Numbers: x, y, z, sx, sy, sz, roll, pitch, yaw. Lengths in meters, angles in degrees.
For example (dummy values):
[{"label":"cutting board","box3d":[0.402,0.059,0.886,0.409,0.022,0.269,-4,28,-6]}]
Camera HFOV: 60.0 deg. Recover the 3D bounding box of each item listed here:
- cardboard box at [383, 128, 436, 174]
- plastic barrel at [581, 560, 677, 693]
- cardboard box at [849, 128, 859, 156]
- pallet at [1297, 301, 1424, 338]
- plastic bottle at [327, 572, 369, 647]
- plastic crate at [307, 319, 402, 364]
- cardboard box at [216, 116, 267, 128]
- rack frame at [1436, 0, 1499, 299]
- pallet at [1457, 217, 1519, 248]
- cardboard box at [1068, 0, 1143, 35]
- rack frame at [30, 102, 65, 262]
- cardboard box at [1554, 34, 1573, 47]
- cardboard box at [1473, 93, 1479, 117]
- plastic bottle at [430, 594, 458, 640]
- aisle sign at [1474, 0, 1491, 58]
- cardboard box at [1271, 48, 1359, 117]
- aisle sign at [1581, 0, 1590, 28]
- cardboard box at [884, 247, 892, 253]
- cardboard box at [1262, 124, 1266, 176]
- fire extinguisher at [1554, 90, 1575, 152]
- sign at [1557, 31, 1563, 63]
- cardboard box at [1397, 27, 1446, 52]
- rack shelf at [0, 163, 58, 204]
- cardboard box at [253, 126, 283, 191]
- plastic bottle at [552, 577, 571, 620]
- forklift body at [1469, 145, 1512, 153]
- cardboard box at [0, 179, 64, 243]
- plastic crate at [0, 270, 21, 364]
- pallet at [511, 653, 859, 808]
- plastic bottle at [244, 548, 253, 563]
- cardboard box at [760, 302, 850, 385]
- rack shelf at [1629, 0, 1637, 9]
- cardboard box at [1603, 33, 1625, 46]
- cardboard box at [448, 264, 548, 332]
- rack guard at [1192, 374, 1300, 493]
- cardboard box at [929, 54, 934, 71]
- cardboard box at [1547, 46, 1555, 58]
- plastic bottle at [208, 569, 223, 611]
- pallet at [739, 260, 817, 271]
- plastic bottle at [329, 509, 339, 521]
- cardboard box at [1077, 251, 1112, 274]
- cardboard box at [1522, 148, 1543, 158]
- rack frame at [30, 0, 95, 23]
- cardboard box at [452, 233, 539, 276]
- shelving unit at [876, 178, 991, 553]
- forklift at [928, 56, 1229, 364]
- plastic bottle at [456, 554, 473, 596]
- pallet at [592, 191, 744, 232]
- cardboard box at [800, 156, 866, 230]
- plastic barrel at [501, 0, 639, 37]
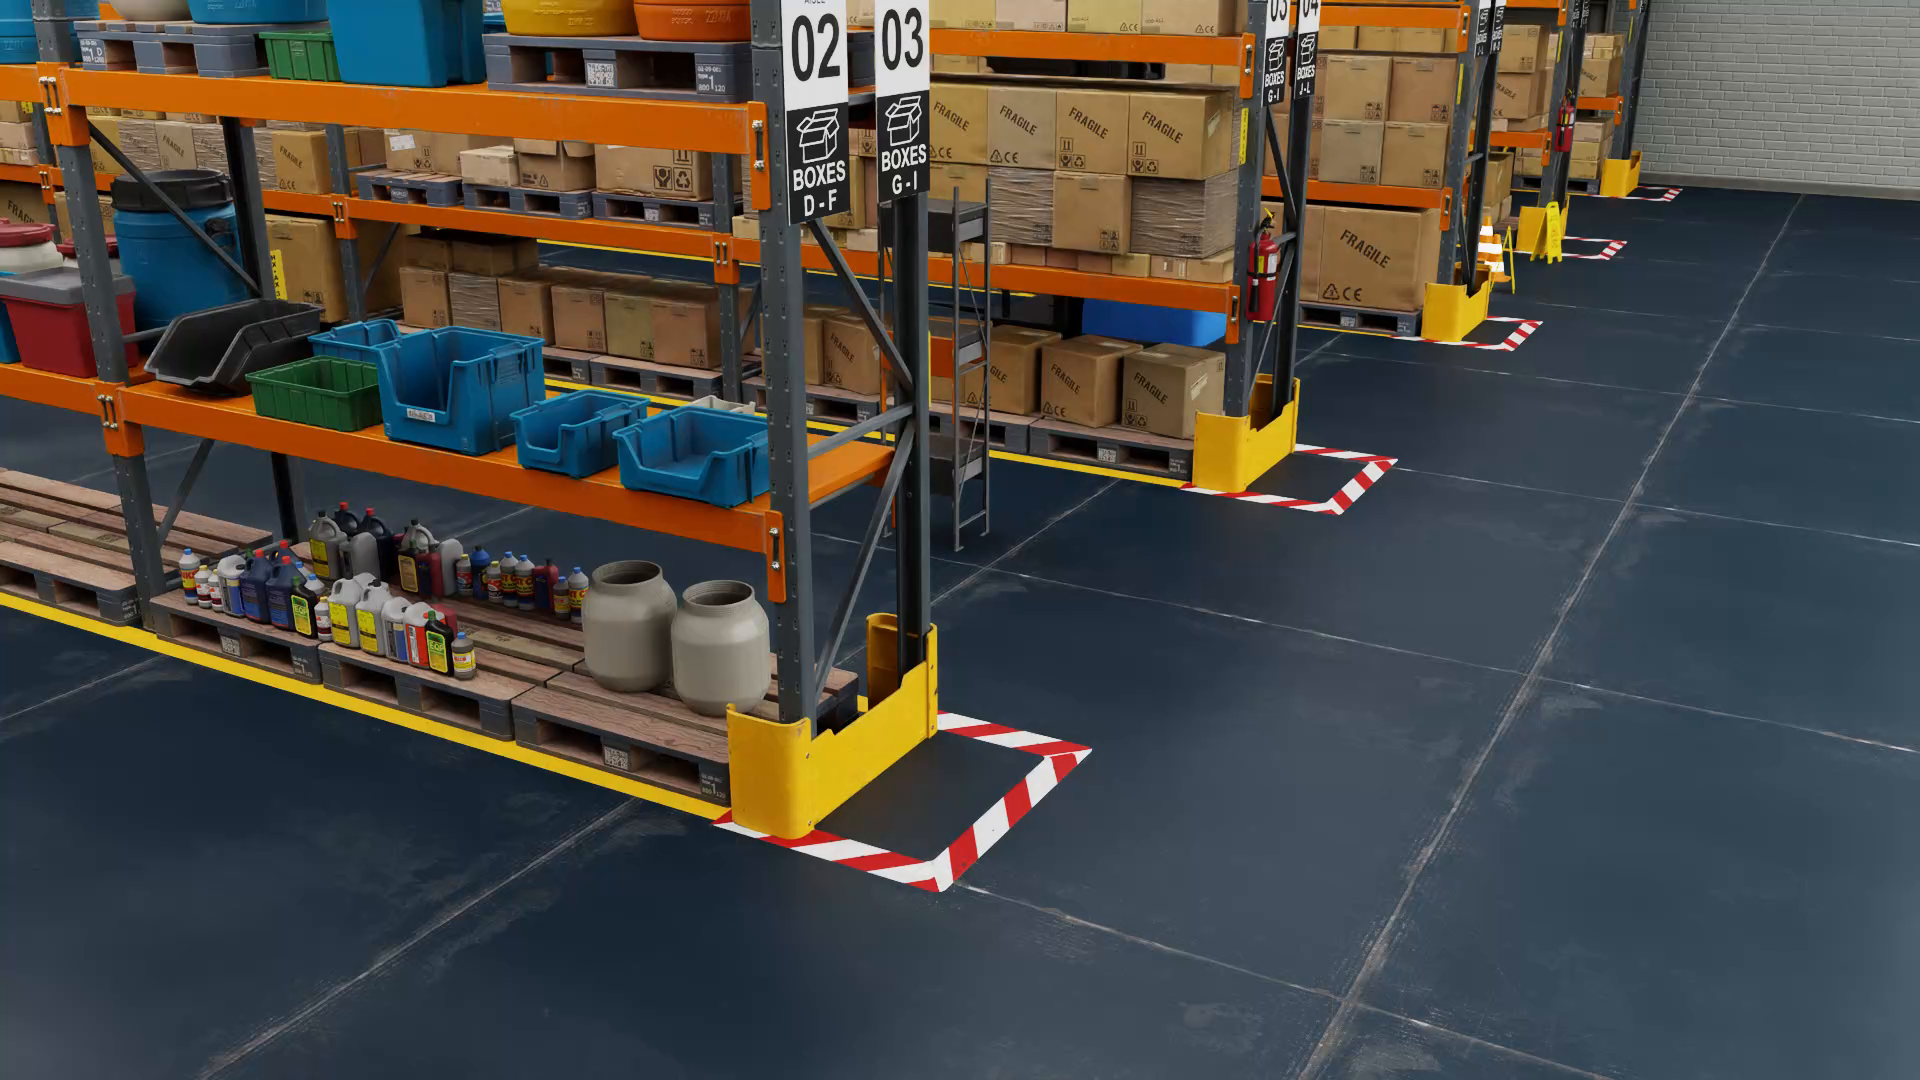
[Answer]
[{"label":"cardboard box","box3d":[-4.501,-3.389,14.048,0.500,0.500,0.500,8,21,21]},{"label":"plastic barrel","box3d":[-1.473,0.384,7.440,0.421,0.512,0.421,0,20,0]},{"label":"cardboard box","box3d":[-0.794,-2.981,11.636,0.500,0.500,0.500,11,23,27]},{"label":"pallet","box3d":[3.763,-2.151,15.485,1.213,0.211,1.003,11,23,27]},{"label":"plastic bottle","box3d":[-2.878,0.315,7.837,0.185,0.351,0.144,11,22,27]},{"label":"plastic crate","box3d":[-2.817,-0.910,8.193,0.616,0.251,0.499,11,23,27]},{"label":"cardboard box","box3d":[-6.190,-3.977,14.812,0.637,0.503,0.797,11,23,29]},{"label":"rack frame","box3d":[4.499,-3.352,14.708,0.127,3.000,1.000,11,23,27]},{"label":"pallet","box3d":[6.066,-3.690,19.728,1.213,0.211,1.003,11,23,27]},{"label":"cardboard box","box3d":[1.010,-3.319,10.436,0.500,0.250,0.500,11,23,28]},{"label":"rack frame","box3d":[-8.484,-3.888,16.185,0.127,3.000,1.000,11,23,27]},{"label":"cardboard box","box3d":[8.355,-6.877,22.890,0.250,0.149,0.380,11,23,28]},{"label":"cardboard box","box3d":[5.782,-5.122,19.005,0.500,0.500,0.500,11,23,27]},{"label":"plastic bottle","box3d":[-2.396,0.395,7.714,0.133,0.283,0.061,11,23,27]},{"label":"aisle sign","box3d":[4.415,-4.473,13.986,0.004,0.787,0.394,11,23,27]},{"label":"cardboard box","box3d":[3.246,-4.201,15.244,0.550,0.550,0.875,11,23,27]},{"label":"aisle sign","box3d":[7.030,-6.147,18.599,0.004,0.787,0.394,11,23,27]},{"label":"cardboard box","box3d":[-0.356,-2.114,11.662,0.250,0.149,0.380,11,23,27]},{"label":"cardboard box","box3d":[2.752,-3.762,15.618,0.500,0.550,0.875,11,23,27]},{"label":"fire extinguisher","box3d":[6.700,-4.650,18.399,0.183,0.674,0.296,11,23,27]},{"label":"sign","box3d":[6.537,-5.374,18.119,0.005,0.325,0.100,11,23,27]},{"label":"cardboard box","box3d":[5.339,-5.660,19.021,0.500,0.500,0.700,10,22,27]},{"label":"rack shelf","box3d":[-10.230,-3.882,17.224,4.000,0.370,1.077,11,23,27]},{"label":"cardboard box","box3d":[-5.976,-3.363,14.590,0.500,0.500,0.500,11,22,27]},{"label":"plastic bottle","box3d":[-1.945,0.279,8.155,0.097,0.201,0.097,0,20,0]},{"label":"forklift body","box3d":[6.697,-5.694,22.409,1.214,2.155,2.313,11,23,27]},{"label":"cardboard box","box3d":[-9.022,-3.220,16.844,0.875,0.875,0.875,11,23,27]},{"label":"plastic crate","box3d":[-5.030,-1.166,8.705,0.575,0.384,0.392,11,23,27]},{"label":"pallet","box3d":[-1.220,0.758,7.467,1.213,0.211,1.003,11,23,27]},{"label":"plastic bottle","box3d":[-3.504,0.184,8.296,0.133,0.283,0.061,11,23,27]},{"label":"cardboard box","box3d":[-1.171,-1.502,12.656,0.500,0.500,0.500,10,22,26]},{"label":"rack shelf","box3d":[7.496,-7.725,23.420,4.000,0.370,1.077,11,23,27]},{"label":"cardboard box","box3d":[9.053,-6.932,23.043,0.250,0.149,0.380,10,22,26]},{"label":"cardboard box","box3d":[-3.907,-2.061,14.168,0.500,0.500,0.700,9,22,23]},{"label":"rack guard","box3d":[1.925,-0.730,11.144,0.348,0.500,1.175,11,23,27]},{"label":"cardboard box","box3d":[-0.321,-4.784,17.043,0.500,0.500,0.700,11,23,28]},{"label":"cardboard box","box3d":[8.158,-6.787,23.078,0.250,0.149,0.380,11,22,27]},{"label":"plastic bottle","box3d":[-3.674,0.243,8.255,0.097,0.201,0.097,0,20,0]},{"label":"pallet","box3d":[-1.834,-3.218,18.427,1.213,0.211,1.003,11,23,27]},{"label":"plastic bottle","box3d":[-3.335,-0.031,8.891,0.133,0.283,0.061,12,23,30]},{"label":"cardboard box","box3d":[0.970,-1.874,11.002,0.250,0.149,0.380,11,23,27]},{"label":"cardboard box","box3d":[8.232,-5.535,23.409,0.500,0.250,0.500,11,22,27]},{"label":"rack frame","box3d":[-3.916,-3.903,7.429,0.127,3.000,1.000,11,23,27]},{"label":"cardboard box","box3d":[-3.925,-2.419,14.057,0.500,0.250,0.500,14,24,33]},{"label":"shelving unit","box3d":[-0.144,-1.015,9.583,0.503,2.100,0.431,11,23,27]},{"label":"forklift","box3d":[0.861,-3.009,13.863,3.031,2.935,1.130,11,23,28]},{"label":"plastic bottle","box3d":[-2.507,0.172,8.450,0.097,0.201,0.097,0,20,0]},{"label":"pallet","box3d":[-2.097,-2.638,13.020,1.213,0.211,1.003,11,23,27]},{"label":"cardboard box","box3d":[-0.718,-2.558,11.934,0.500,0.500,0.875,11,23,27]},{"label":"plastic barrel","box3d":[-1.481,-2.266,6.422,0.600,0.588,0.600,0,20,0]}]
